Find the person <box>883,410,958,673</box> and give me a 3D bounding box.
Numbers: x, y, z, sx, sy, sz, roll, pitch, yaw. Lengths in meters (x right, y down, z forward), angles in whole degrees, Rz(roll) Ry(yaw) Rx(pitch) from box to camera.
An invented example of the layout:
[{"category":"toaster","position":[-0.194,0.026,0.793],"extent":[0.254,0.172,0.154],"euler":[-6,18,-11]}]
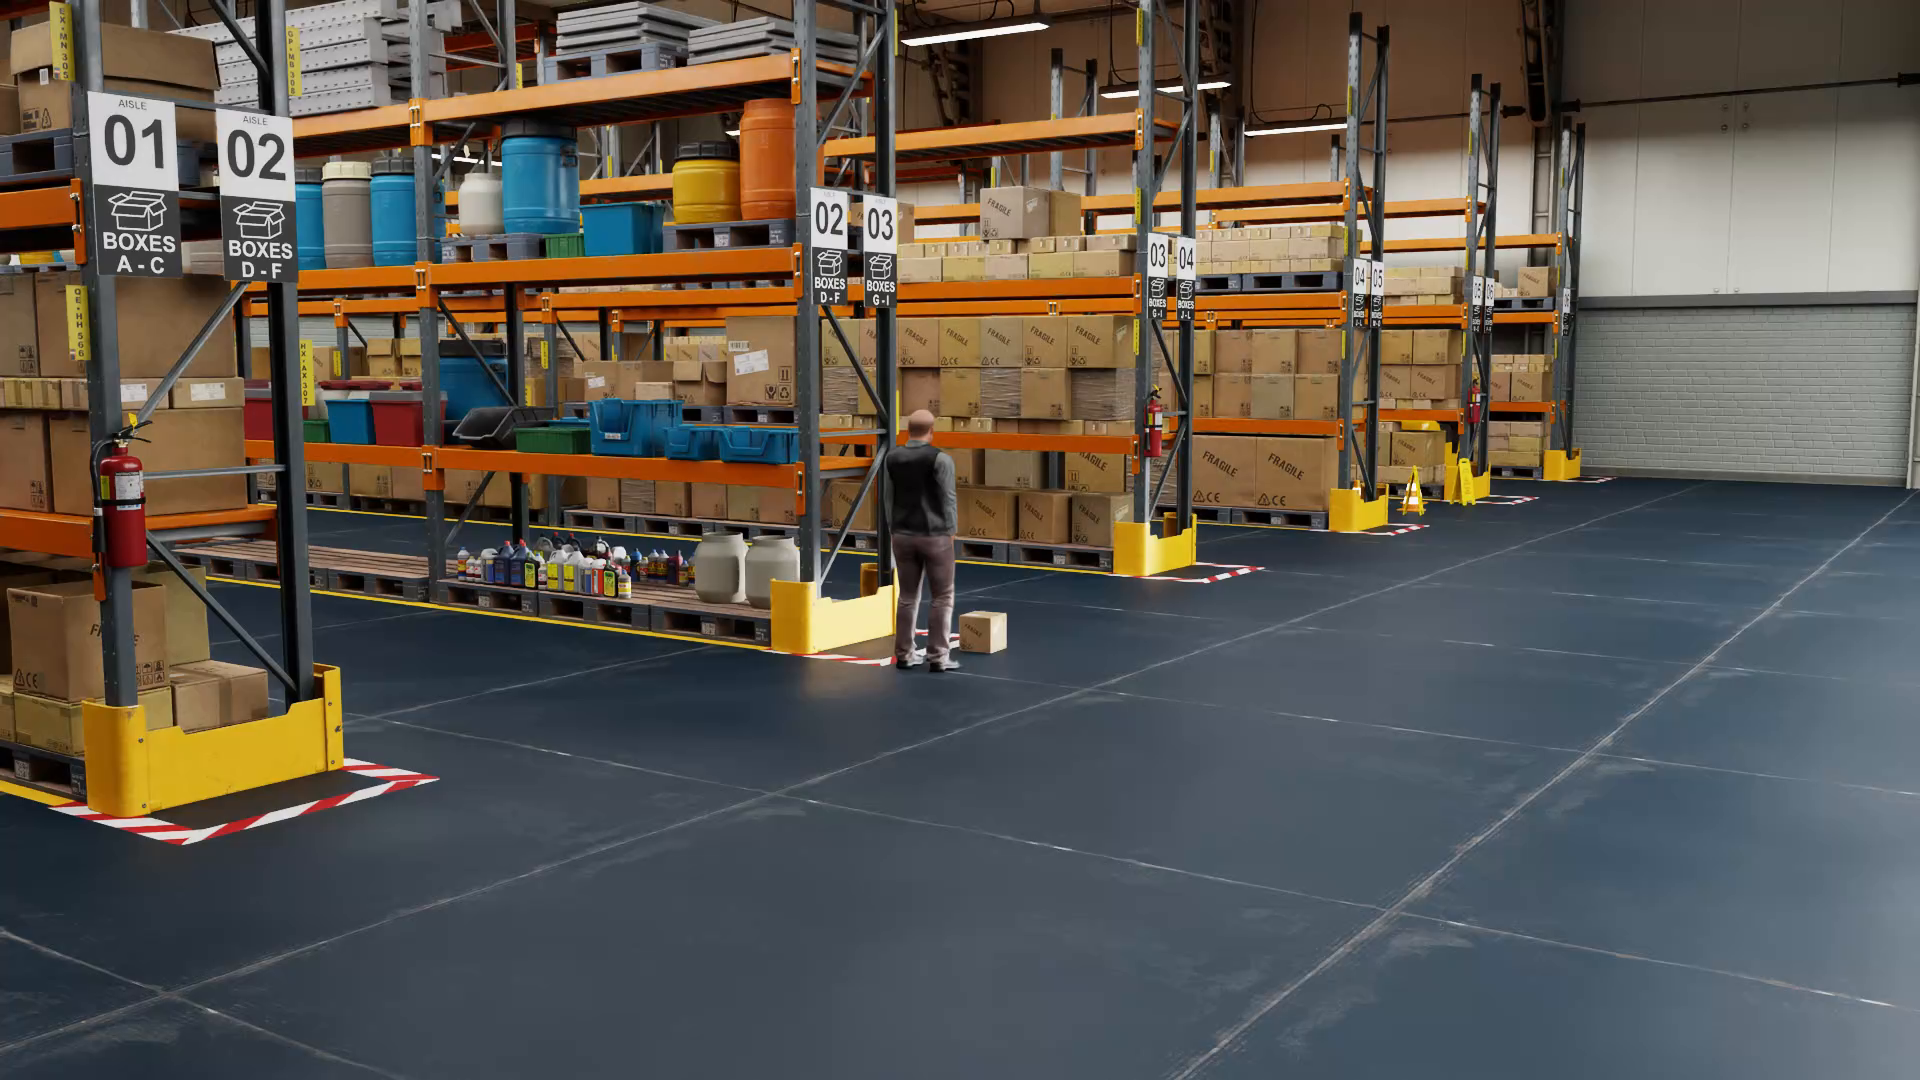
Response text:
[{"category":"person","position":[-0.258,0.001,10.951],"extent":[0.536,1.711,0.352],"euler":[3,7,28]}]
